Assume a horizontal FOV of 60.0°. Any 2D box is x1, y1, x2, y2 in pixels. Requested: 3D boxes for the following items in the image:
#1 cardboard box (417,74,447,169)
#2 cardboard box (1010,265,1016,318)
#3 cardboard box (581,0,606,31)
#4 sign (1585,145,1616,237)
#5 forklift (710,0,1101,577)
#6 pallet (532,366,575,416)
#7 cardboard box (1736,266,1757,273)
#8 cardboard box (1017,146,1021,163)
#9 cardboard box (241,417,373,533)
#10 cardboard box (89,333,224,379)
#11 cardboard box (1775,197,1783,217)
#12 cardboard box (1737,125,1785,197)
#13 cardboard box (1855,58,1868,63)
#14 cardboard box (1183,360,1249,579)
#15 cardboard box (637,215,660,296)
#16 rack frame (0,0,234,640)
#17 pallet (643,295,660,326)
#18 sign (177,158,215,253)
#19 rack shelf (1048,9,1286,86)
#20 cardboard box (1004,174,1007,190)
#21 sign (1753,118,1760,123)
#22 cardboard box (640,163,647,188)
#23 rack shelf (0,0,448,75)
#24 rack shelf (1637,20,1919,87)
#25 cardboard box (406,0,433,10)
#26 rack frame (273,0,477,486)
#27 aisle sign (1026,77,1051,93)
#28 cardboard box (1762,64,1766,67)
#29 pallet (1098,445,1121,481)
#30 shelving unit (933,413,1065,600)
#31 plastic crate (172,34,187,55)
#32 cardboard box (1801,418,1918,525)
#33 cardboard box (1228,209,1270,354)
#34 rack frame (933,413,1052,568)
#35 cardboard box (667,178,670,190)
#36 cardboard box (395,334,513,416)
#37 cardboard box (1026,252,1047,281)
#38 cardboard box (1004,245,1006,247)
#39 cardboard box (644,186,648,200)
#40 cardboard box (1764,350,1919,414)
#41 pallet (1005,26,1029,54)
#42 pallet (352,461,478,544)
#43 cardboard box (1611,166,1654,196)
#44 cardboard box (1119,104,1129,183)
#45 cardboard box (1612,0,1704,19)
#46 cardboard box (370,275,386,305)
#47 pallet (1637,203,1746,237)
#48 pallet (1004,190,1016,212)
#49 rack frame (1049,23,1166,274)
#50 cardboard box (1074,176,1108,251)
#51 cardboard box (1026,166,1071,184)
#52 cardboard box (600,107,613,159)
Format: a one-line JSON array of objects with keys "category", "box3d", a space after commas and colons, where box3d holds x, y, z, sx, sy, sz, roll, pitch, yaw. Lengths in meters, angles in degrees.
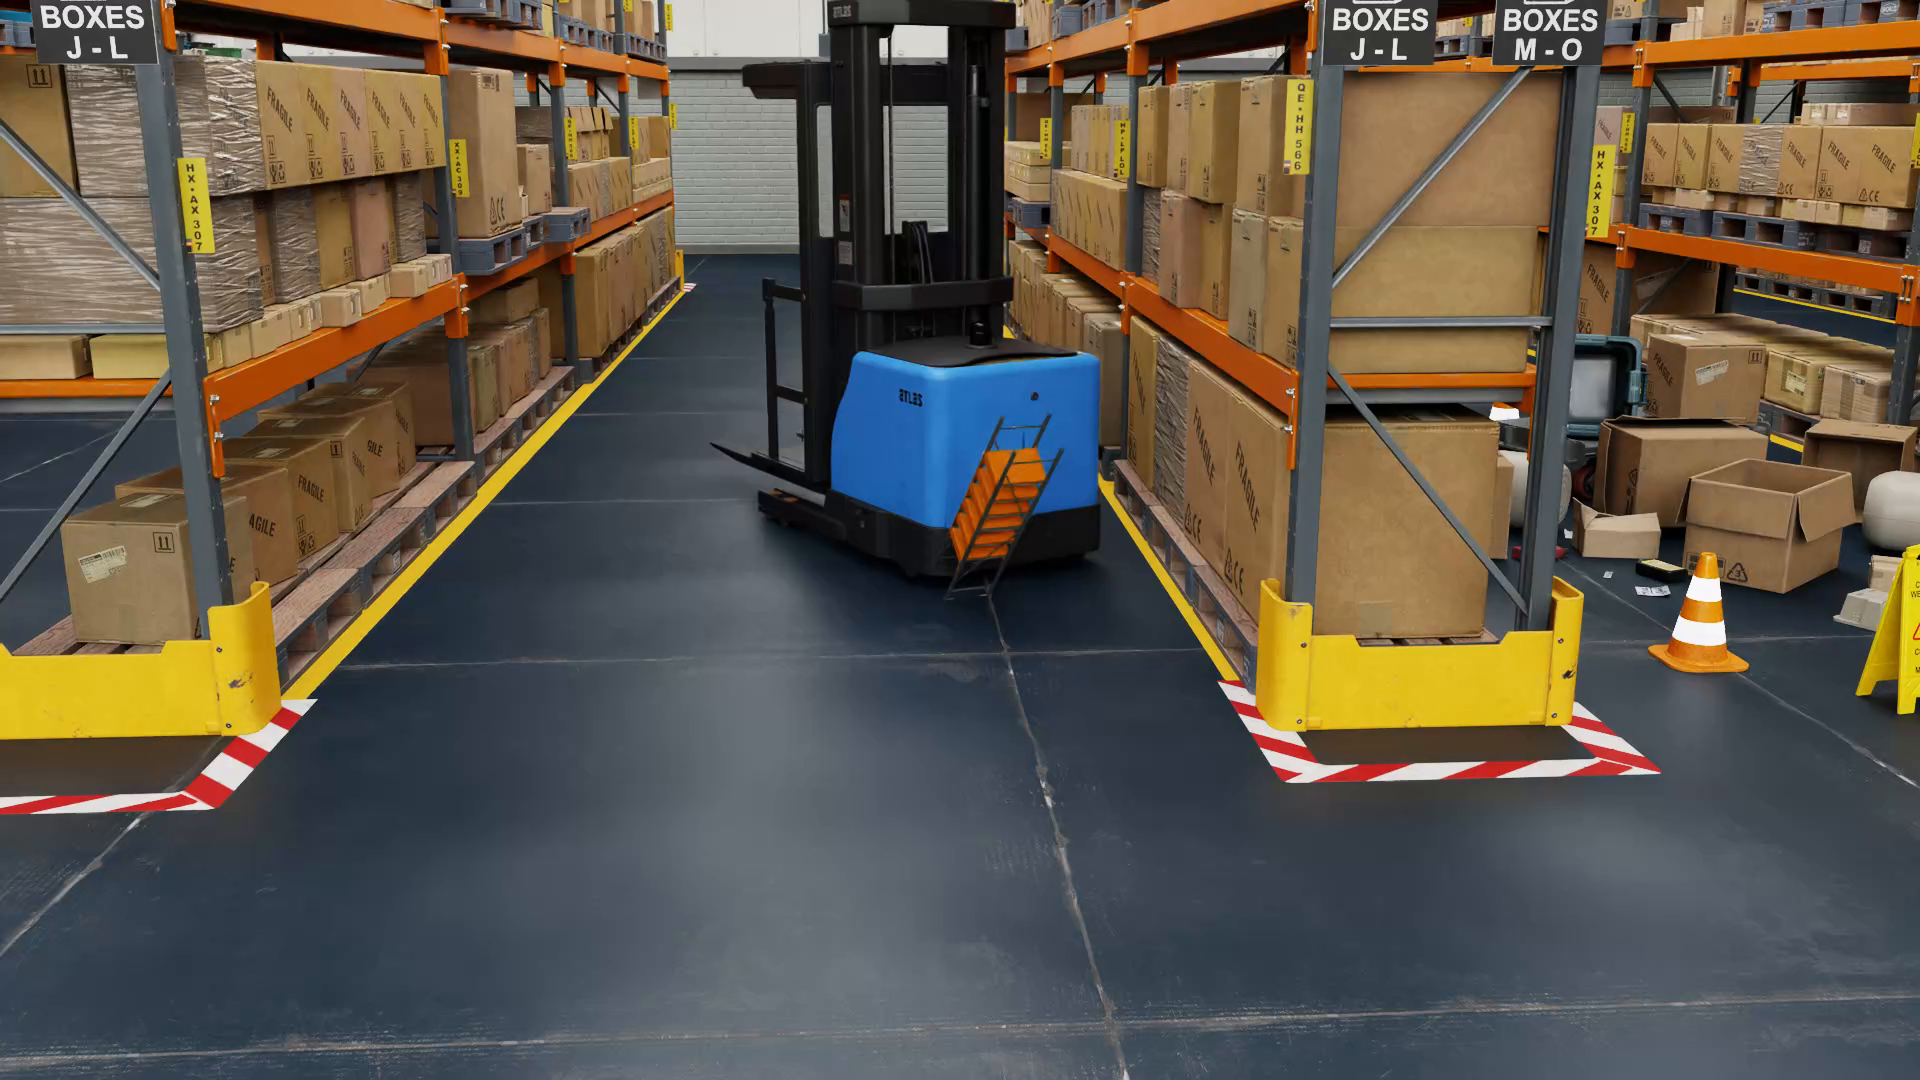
[{"category": "cardboard box", "box3d": [-3.157, -2.304, 9.156, 0.500, 0.500, 0.500, -1, 14, -3]}, {"category": "cardboard box", "box3d": [0.782, -2.581, 17.210, 0.500, 0.500, 0.500, 0, 14, -1]}, {"category": "cardboard box", "box3d": [-3.910, -5.285, 16.483, 0.700, 0.500, 0.500, -1, 14, -2]}, {"category": "sign", "box3d": [2.299, -1.256, 5.992, 0.100, 0.325, 0.005, -1, 14, -3]}, {"category": "forklift", "box3d": [-0.494, -1.552, 9.176, 1.130, 2.935, 3.031, -9, 17, -31]}, {"category": "pallet", "box3d": [-3.661, -1.185, 13.207, 1.003, 0.211, 1.213, -1, 14, -3]}, {"category": "cardboard box", "box3d": [10.585, -3.790, 21.906, 0.797, 0.503, 0.637, -1, 15, -6]}, {"category": "cardboard box", "box3d": [0.711, -3.460, 14.920, 0.380, 0.149, 0.250, 0, 14, -2]}, {"category": "cardboard box", "box3d": [-3.315, -0.332, 8.470, 0.500, 0.500, 0.500, -2, 15, -8]}, {"category": "cardboard box", "box3d": [-2.992, -0.693, 6.203, 0.380, 0.149, 0.250, -1, 14, -3]}, {"category": "cardboard box", "box3d": [6.161, -2.414, 12.051, 0.380, 0.149, 0.250, -1, 14, -5]}, {"category": "cardboard box", "box3d": [6.082, -2.777, 12.159, 0.500, 0.500, 0.500, -1, 14, -6]}, {"category": "cardboard box", "box3d": [10.541, -5.560, 19.099, 0.380, 0.149, 0.250, -1, 14, -4]}, {"category": "cardboard box", "box3d": [1.580, -0.352, 7.796, 0.875, 0.875, 0.875, -1, 14, -4]}, {"category": "cardboard box", "box3d": [-3.972, -3.288, 19.206, 0.875, 0.875, 0.875, -1, 14, -3]}, {"category": "rack frame", "box3d": [-3.212, -0.740, 5.882, 1.000, 3.000, 0.127, -1, 14, -3]}, {"category": "pallet", "box3d": [-3.925, -2.564, 18.569, 1.003, 0.211, 1.213, -1, 14, -3]}, {"category": "sign", "box3d": [-2.671, -1.168, 5.807, 0.100, 0.325, 0.005, -1, 14, -3]}, {"category": "rack shelf", "box3d": [1.373, -3.388, 11.598, 1.077, 0.370, 4.000, -1, 14, -3]}, {"category": "cardboard box", "box3d": [0.632, -3.496, 16.254, 0.380, 0.149, 0.250, -2, 15, -6]}, {"category": "sign", "box3d": [6.724, -3.416, 14.117, 0.100, 0.325, 0.005, -1, 14, -3]}, {"category": "cardboard box", "box3d": [-3.749, -4.040, 18.414, 0.500, 0.250, 0.500, -1, 14, -4]}, {"category": "rack shelf", "box3d": [-3.336, -2.342, 7.531, 1.077, 0.370, 4.000, -1, 14, -3]}, {"category": "rack shelf", "box3d": [6.307, -3.489, 11.992, 1.077, 0.370, 4.000, -1, 14, -3]}, {"category": "cardboard box", "box3d": [-3.171, -3.005, 8.969, 0.500, 0.250, 0.500, 0, 14, -1]}, {"category": "rack frame", "box3d": [-3.460, -1.735, 9.749, 1.000, 3.000, 0.127, -1, 14, -3]}, {"category": "aisle sign", "box3d": [1.048, -6.052, 21.312, 0.394, 0.787, 0.004, -1, 14, -3]}, {"category": "cardboard box", "box3d": [10.471, -6.133, 21.327, 0.380, 0.149, 0.250, -1, 14, -2]}, {"category": "pallet", "box3d": [1.374, -0.626, 11.037, 1.003, 0.211, 1.213, -1, 14, -3]}, {"category": "shelving unit", "box3d": [0.157, -0.127, 7.507, 0.258, 1.200, 0.189, -6, 59, -20]}, {"category": "plastic crate", "box3d": [-8.702, -5.350, 18.044, 0.497, 0.269, 0.590, -1, 14, -3]}, {"category": "cardboard box", "box3d": [5.139, -0.391, 9.537, 0.500, 0.500, 0.500, 10, 18, 35]}, {"category": "cardboard box", "box3d": [1.621, -1.092, 6.950, 0.875, 0.550, 0.550, -1, 14, -3]}, {"category": "rack frame", "box3d": [0.133, -0.204, 7.551, 0.240, 1.200, 0.006, -6, 59, -20]}, {"category": "cardboard box", "box3d": [-3.835, -4.449, 20.803, 0.380, 0.149, 0.250, -1, 14, -3]}, {"category": "cardboard box", "box3d": [-3.522, -1.148, 11.603, 0.700, 0.500, 0.500, -2, 15, -8]}, {"category": "cardboard box", "box3d": [0.887, -2.555, 15.606, 0.500, 0.250, 0.500, -1, 14, -2]}, {"category": "cardboard box", "box3d": [0.570, -3.554, 20.504, 0.380, 0.149, 0.250, -2, 15, -6]}, {"category": "cardboard box", "box3d": [-3.693, -3.878, 18.581, 0.380, 0.149, 0.250, -1, 14, -5]}, {"category": "cardboard box", "box3d": [6.348, -1.128, 11.820, 0.950, 0.372, 0.625, 0, 14, 0]}, {"category": "pallet", "box3d": [1.000, -4.724, 15.725, 1.213, 0.211, 1.003, -1, 14, -3]}, {"category": "pallet", "box3d": [-3.383, -0.218, 9.449, 1.003, 0.211, 1.213, -1, 14, -3]}, {"category": "cardboard box", "box3d": [5.900, -3.168, 14.619, 0.500, 0.250, 0.500, -1, 14, -4]}, {"category": "cardboard box", "box3d": [1.426, -2.570, 10.788, 0.700, 0.500, 0.500, -1, 14, -4]}, {"category": "cardboard box", "box3d": [6.009, -4.680, 14.126, 0.797, 0.503, 0.637, -2, 15, -7]}, {"category": "cardboard box", "box3d": [-3.125, -1.252, 8.378, 0.380, 0.149, 0.250, -1, 14, -3]}, {"category": "pallet", "box3d": [6.334, -2.614, 13.551, 1.213, 0.211, 1.003, -1, 14, -3]}, {"category": "pallet", "box3d": [0.903, -3.490, 16.958, 1.003, 0.211, 1.213, -1, 14, -3]}, {"category": "rack frame", "box3d": [1.249, -2.781, 13.815, 1.000, 3.000, 0.127, -1, 14, -3]}, {"category": "cardboard box", "box3d": [1.101, -2.338, 11.892, 0.500, 0.500, 0.500, -1, 14, -4]}, {"category": "cardboard box", "box3d": [0.764, -3.123, 14.207, 0.380, 0.149, 0.250, -1, 14, -2]}, {"category": "cardboard box", "box3d": [-3.908, -4.100, 16.727, 0.797, 0.503, 0.637, -1, 14, -5]}]
